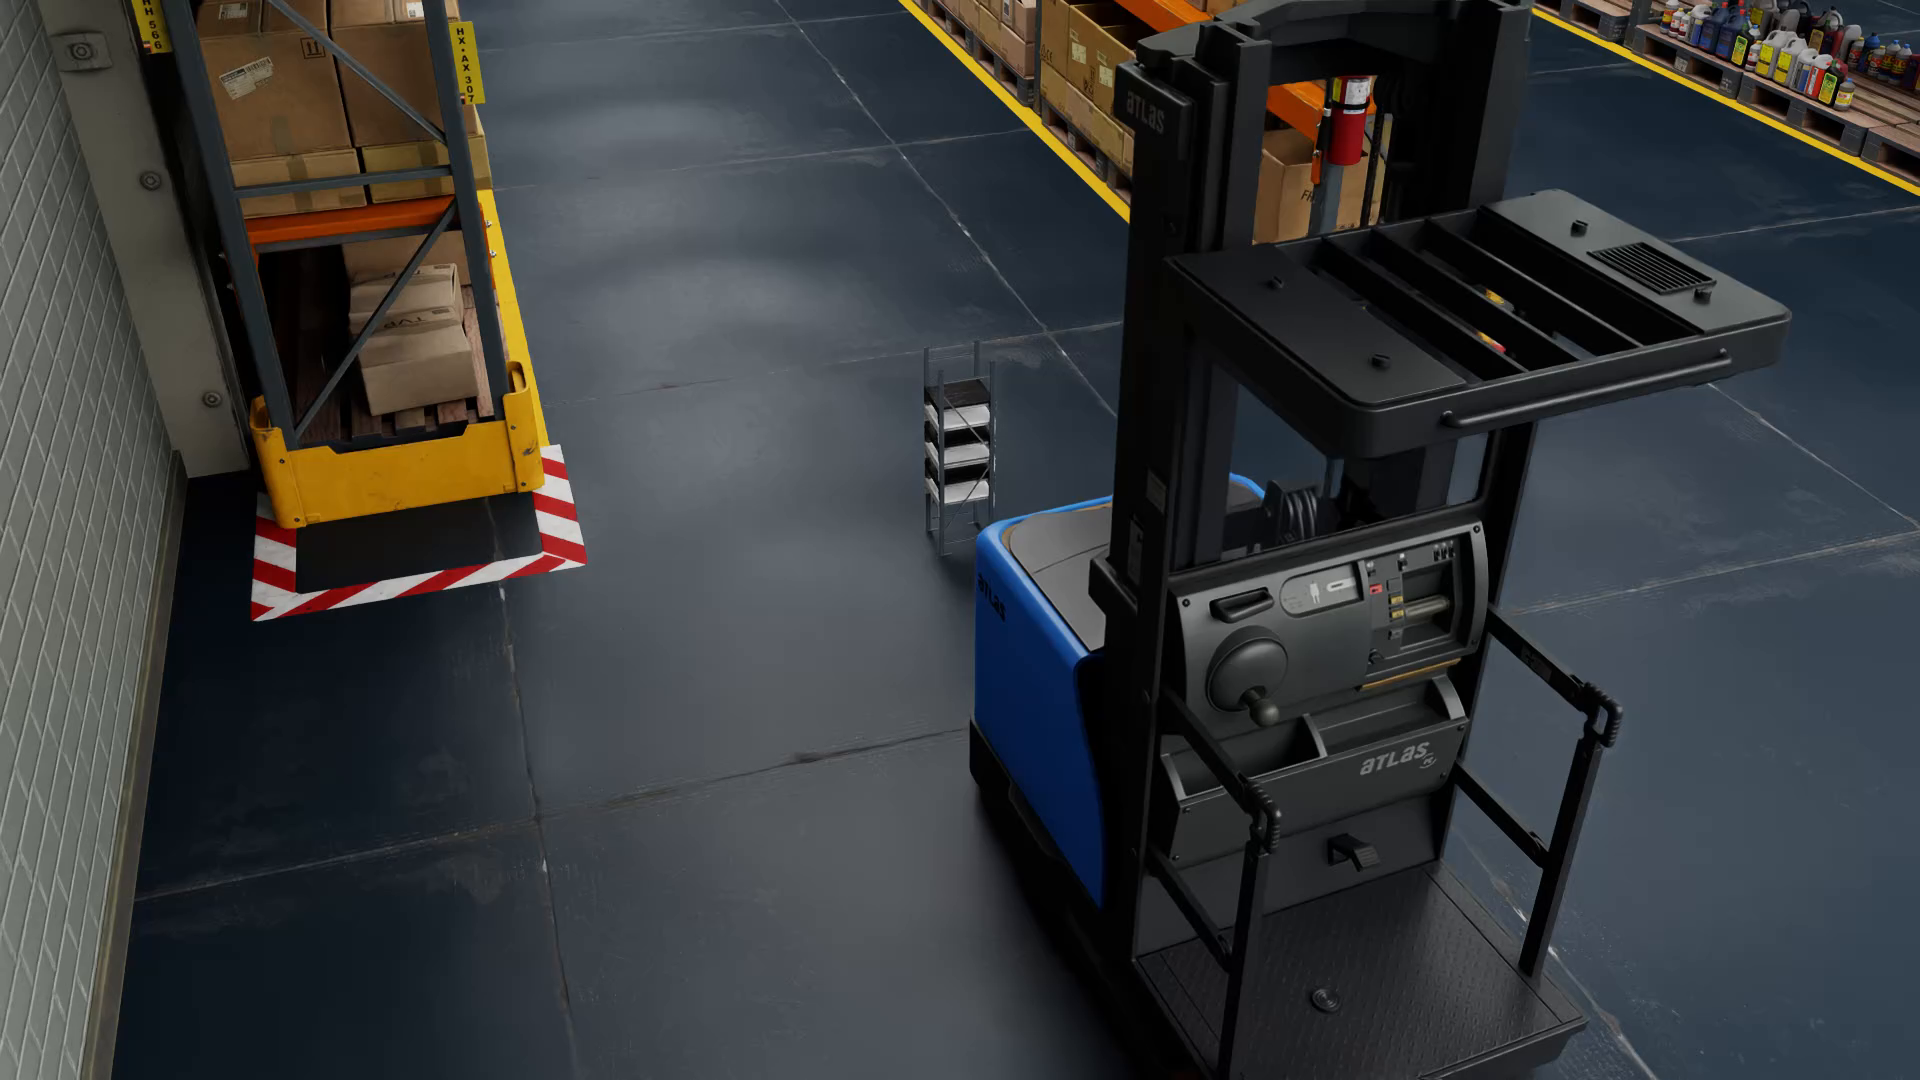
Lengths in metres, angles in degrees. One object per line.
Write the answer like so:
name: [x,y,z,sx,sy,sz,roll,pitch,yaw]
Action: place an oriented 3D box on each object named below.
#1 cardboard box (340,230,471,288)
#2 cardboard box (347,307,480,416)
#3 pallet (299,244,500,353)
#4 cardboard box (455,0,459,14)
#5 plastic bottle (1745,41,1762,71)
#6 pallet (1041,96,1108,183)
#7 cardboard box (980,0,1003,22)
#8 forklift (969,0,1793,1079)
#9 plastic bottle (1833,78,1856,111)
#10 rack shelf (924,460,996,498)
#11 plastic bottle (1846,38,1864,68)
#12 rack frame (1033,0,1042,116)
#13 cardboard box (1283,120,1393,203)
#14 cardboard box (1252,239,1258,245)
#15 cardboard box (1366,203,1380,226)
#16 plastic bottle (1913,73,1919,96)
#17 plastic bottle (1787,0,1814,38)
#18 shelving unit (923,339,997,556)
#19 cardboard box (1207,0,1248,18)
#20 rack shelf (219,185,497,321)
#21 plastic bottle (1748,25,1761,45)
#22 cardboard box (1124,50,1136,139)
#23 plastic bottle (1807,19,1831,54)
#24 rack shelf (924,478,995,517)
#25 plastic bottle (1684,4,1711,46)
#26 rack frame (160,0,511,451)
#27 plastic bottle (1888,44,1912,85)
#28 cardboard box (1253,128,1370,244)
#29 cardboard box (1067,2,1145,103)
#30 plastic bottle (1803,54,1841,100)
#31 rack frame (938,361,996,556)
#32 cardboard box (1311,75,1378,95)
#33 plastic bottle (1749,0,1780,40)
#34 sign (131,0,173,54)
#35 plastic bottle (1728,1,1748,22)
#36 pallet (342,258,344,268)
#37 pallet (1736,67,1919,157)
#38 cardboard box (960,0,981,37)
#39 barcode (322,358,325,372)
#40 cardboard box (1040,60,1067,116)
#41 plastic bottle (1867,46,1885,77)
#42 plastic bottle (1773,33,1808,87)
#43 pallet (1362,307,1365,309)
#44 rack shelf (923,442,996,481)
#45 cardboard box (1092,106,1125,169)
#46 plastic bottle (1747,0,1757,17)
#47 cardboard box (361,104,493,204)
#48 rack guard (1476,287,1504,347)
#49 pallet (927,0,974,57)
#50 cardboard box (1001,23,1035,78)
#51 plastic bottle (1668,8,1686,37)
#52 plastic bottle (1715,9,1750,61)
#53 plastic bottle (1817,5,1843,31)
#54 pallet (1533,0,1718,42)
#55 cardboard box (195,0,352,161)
cardboard box: [-2.955,-1.652,8.897,0.700,0.500,0.500,-12,35,-18]
cardboard box: [-2.605,-0.880,7.901,0.500,0.311,0.500,-14,36,-20]
pallet: [-3.085,-1.388,9.160,1.003,0.211,1.213,-10,35,-15]
cardboard box: [-2.480,-2.261,7.388,0.500,0.500,0.500,-10,35,-15]
plastic bottle: [5.708,-3.477,11.930,0.097,0.201,0.097,0,33,0]
pallet: [1.220,-2.787,11.276,1.003,0.211,1.213,-10,35,-15]
cardboard box: [0.456,-4.074,12.298,0.500,0.311,0.500,-9,35,-13]
forklift: [1.066,0.272,4.179,1.130,2.935,3.031,-13,36,-19]
plastic bottle: [5.978,-3.013,11.227,0.097,0.201,0.097,0,33,0]
rack shelf: [-0.002,-0.277,7.076,0.258,0.077,0.200,-10,35,-15]
plastic bottle: [6.471,-3.519,11.993,0.097,0.201,0.097,0,33,0]
rack frame: [1.017,-4.375,11.150,1.000,3.000,0.127,-10,35,-15]
cardboard box: [2.131,-2.197,9.287,0.500,0.500,0.500,-10,35,-15]
cardboard box: [1.792,-1.535,8.965,0.500,0.250,0.500,-10,35,-15]
cardboard box: [2.285,-1.622,9.097,0.500,0.250,0.500,-10,35,-15]
plastic bottle: [6.668,-3.181,11.482,0.097,0.201,0.097,0,33,0]
plastic bottle: [6.265,-3.894,12.426,0.144,0.351,0.185,-12,35,-17]
shelving unit: [-0.002,-0.380,7.008,0.258,0.900,0.210,-10,35,-15]
cardboard box: [1.796,-3.101,9.131,0.700,0.500,0.500,-10,35,-14]
rack shelf: [-3.089,-2.190,8.496,1.077,0.370,4.000,-10,35,-15]
plastic bottle: [5.725,-3.588,12.034,0.097,0.271,0.097,0,33,0]
cardboard box: [1.320,-2.633,9.946,0.500,0.500,0.500,-10,35,-15]
plastic bottle: [6.274,-3.666,12.141,0.061,0.283,0.133,-10,35,-15]
rack shelf: [-0.002,-0.202,7.126,0.258,0.077,0.200,-10,35,-15]
plastic bottle: [5.540,-3.847,12.423,0.152,0.276,0.135,-9,34,-13]
rack frame: [-2.479,-1.440,6.708,1.000,3.000,0.127,-10,35,-15]
plastic bottle: [6.595,-3.335,11.653,0.097,0.271,0.097,0,33,0]
cardboard box: [1.790,-1.847,8.758,0.500,0.500,0.500,-10,35,-15]
cardboard box: [1.020,-3.159,10.742,0.500,0.500,0.500,-10,35,-15]
plastic bottle: [5.927,-3.181,11.414,0.152,0.276,0.135,-10,35,-14]
rack frame: [0.029,-0.326,6.928,0.240,0.900,0.006,-10,35,-15]
cardboard box: [2.107,-2.564,8.319,0.700,0.500,0.500,-10,35,-15]
plastic bottle: [6.069,-3.971,12.542,0.144,0.351,0.185,-10,35,-15]
sign: [-3.014,-1.972,6.177,0.100,0.325,0.005,-10,35,-15]
plastic bottle: [5.724,-3.815,12.306,0.144,0.351,0.185,-10,35,-15]
pallet: [-3.461,-2.030,10.131,1.003,0.211,1.213,-10,35,-15]
pallet: [6.276,-3.041,11.661,1.003,0.211,1.213,-10,35,-15]
cardboard box: [0.305,-4.106,12.857,0.500,0.250,0.500,-9,35,-14]
barcode: [-2.991,-0.826,7.811,0.001,0.075,0.075,-10,35,-15]
cardboard box: [0.870,-3.109,11.347,0.500,0.250,0.500,-10,35,-15]
plastic bottle: [6.534,-3.411,11.830,0.097,0.201,0.097,0,33,0]
plastic bottle: [5.831,-3.371,11.634,0.144,0.351,0.185,-9,34,-13]
pallet: [1.964,-1.506,9.338,1.003,0.211,1.213,-10,35,-15]
rack shelf: [-0.002,-0.352,7.027,0.258,0.077,0.200,-10,35,-15]
cardboard box: [1.165,-2.582,10.550,0.500,0.250,0.500,-10,35,-15]
plastic bottle: [6.143,-4.084,12.849,0.097,0.201,0.097,0,33,0]
cardboard box: [-2.326,-1.695,7.213,0.500,0.250,0.500,-11,35,-16]
rack guard: [2.245,-1.219,8.642,1.175,0.500,0.348,-10,35,-15]
pallet: [0.379,-4.234,13.465,1.003,0.211,1.213,-10,35,-15]
cardboard box: [0.615,-3.572,12.048,0.500,0.250,0.500,-10,35,-15]
plastic bottle: [5.446,-3.928,12.612,0.097,0.201,0.097,0,33,0]
plastic bottle: [5.644,-3.692,12.120,0.144,0.351,0.185,-11,35,-17]
plastic bottle: [6.363,-3.724,12.169,0.144,0.351,0.185,-10,35,-15]
pallet: [5.459,-4.448,13.791,1.003,0.211,1.213,-10,35,-15]
cardboard box: [-2.825,-1.910,6.858,0.500,0.500,0.500,-10,35,-15]
